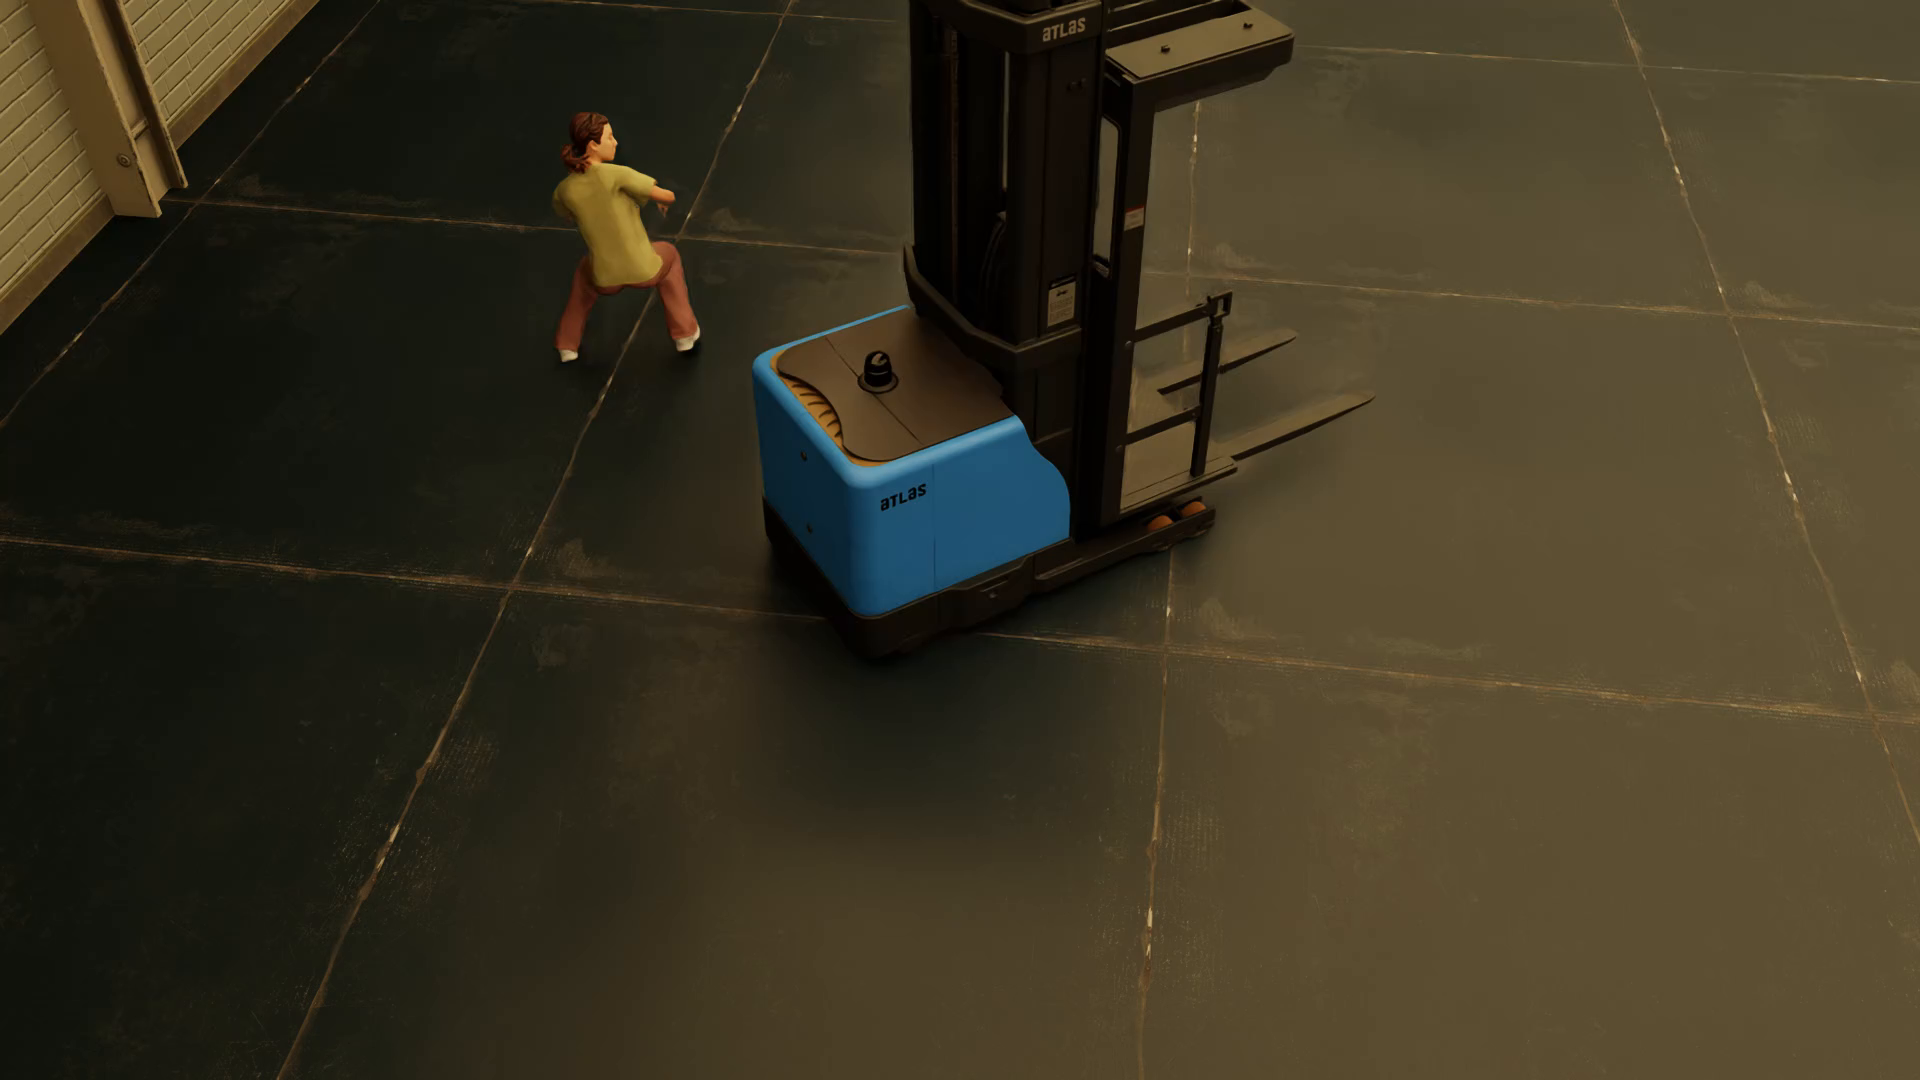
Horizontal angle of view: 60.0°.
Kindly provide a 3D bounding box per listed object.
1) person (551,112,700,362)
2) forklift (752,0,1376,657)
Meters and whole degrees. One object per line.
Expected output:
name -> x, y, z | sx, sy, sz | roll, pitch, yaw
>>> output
person -> -1.783, -1.531, 8.550 | 0.771, 1.433, 0.749 | 0, 43, 0
forklift -> 0.618, -1.315, 7.156 | 3.031, 2.935, 1.130 | -22, 47, -22
